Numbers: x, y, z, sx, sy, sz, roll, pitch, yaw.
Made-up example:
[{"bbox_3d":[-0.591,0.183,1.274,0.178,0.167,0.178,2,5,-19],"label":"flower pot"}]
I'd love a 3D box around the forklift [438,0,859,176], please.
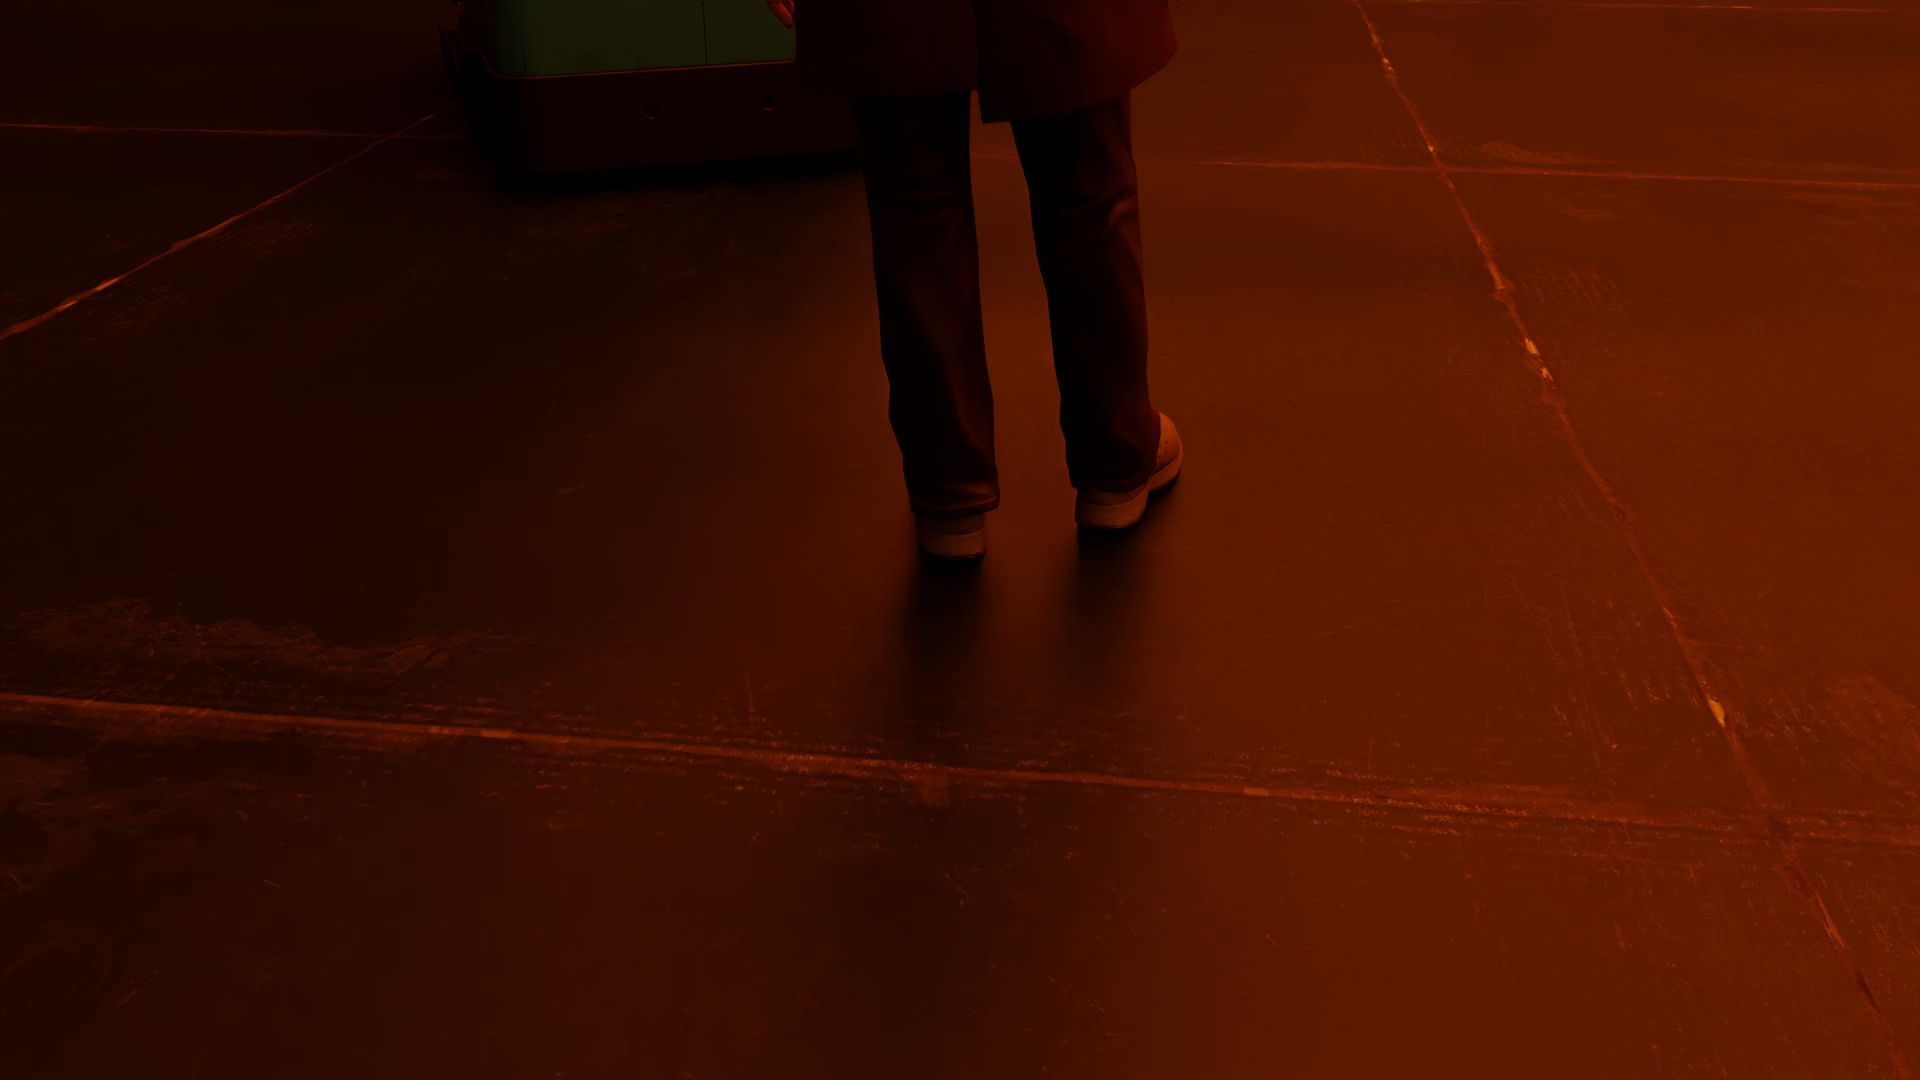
[{"bbox_3d":[-1.138,-2.866,4.962,1.130,2.935,3.031,-9,28,-17],"label":"forklift"}]

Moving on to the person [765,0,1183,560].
[{"bbox_3d":[0.016,-0.842,2.181,0.696,1.778,0.579,3,27,7],"label":"person"}]
